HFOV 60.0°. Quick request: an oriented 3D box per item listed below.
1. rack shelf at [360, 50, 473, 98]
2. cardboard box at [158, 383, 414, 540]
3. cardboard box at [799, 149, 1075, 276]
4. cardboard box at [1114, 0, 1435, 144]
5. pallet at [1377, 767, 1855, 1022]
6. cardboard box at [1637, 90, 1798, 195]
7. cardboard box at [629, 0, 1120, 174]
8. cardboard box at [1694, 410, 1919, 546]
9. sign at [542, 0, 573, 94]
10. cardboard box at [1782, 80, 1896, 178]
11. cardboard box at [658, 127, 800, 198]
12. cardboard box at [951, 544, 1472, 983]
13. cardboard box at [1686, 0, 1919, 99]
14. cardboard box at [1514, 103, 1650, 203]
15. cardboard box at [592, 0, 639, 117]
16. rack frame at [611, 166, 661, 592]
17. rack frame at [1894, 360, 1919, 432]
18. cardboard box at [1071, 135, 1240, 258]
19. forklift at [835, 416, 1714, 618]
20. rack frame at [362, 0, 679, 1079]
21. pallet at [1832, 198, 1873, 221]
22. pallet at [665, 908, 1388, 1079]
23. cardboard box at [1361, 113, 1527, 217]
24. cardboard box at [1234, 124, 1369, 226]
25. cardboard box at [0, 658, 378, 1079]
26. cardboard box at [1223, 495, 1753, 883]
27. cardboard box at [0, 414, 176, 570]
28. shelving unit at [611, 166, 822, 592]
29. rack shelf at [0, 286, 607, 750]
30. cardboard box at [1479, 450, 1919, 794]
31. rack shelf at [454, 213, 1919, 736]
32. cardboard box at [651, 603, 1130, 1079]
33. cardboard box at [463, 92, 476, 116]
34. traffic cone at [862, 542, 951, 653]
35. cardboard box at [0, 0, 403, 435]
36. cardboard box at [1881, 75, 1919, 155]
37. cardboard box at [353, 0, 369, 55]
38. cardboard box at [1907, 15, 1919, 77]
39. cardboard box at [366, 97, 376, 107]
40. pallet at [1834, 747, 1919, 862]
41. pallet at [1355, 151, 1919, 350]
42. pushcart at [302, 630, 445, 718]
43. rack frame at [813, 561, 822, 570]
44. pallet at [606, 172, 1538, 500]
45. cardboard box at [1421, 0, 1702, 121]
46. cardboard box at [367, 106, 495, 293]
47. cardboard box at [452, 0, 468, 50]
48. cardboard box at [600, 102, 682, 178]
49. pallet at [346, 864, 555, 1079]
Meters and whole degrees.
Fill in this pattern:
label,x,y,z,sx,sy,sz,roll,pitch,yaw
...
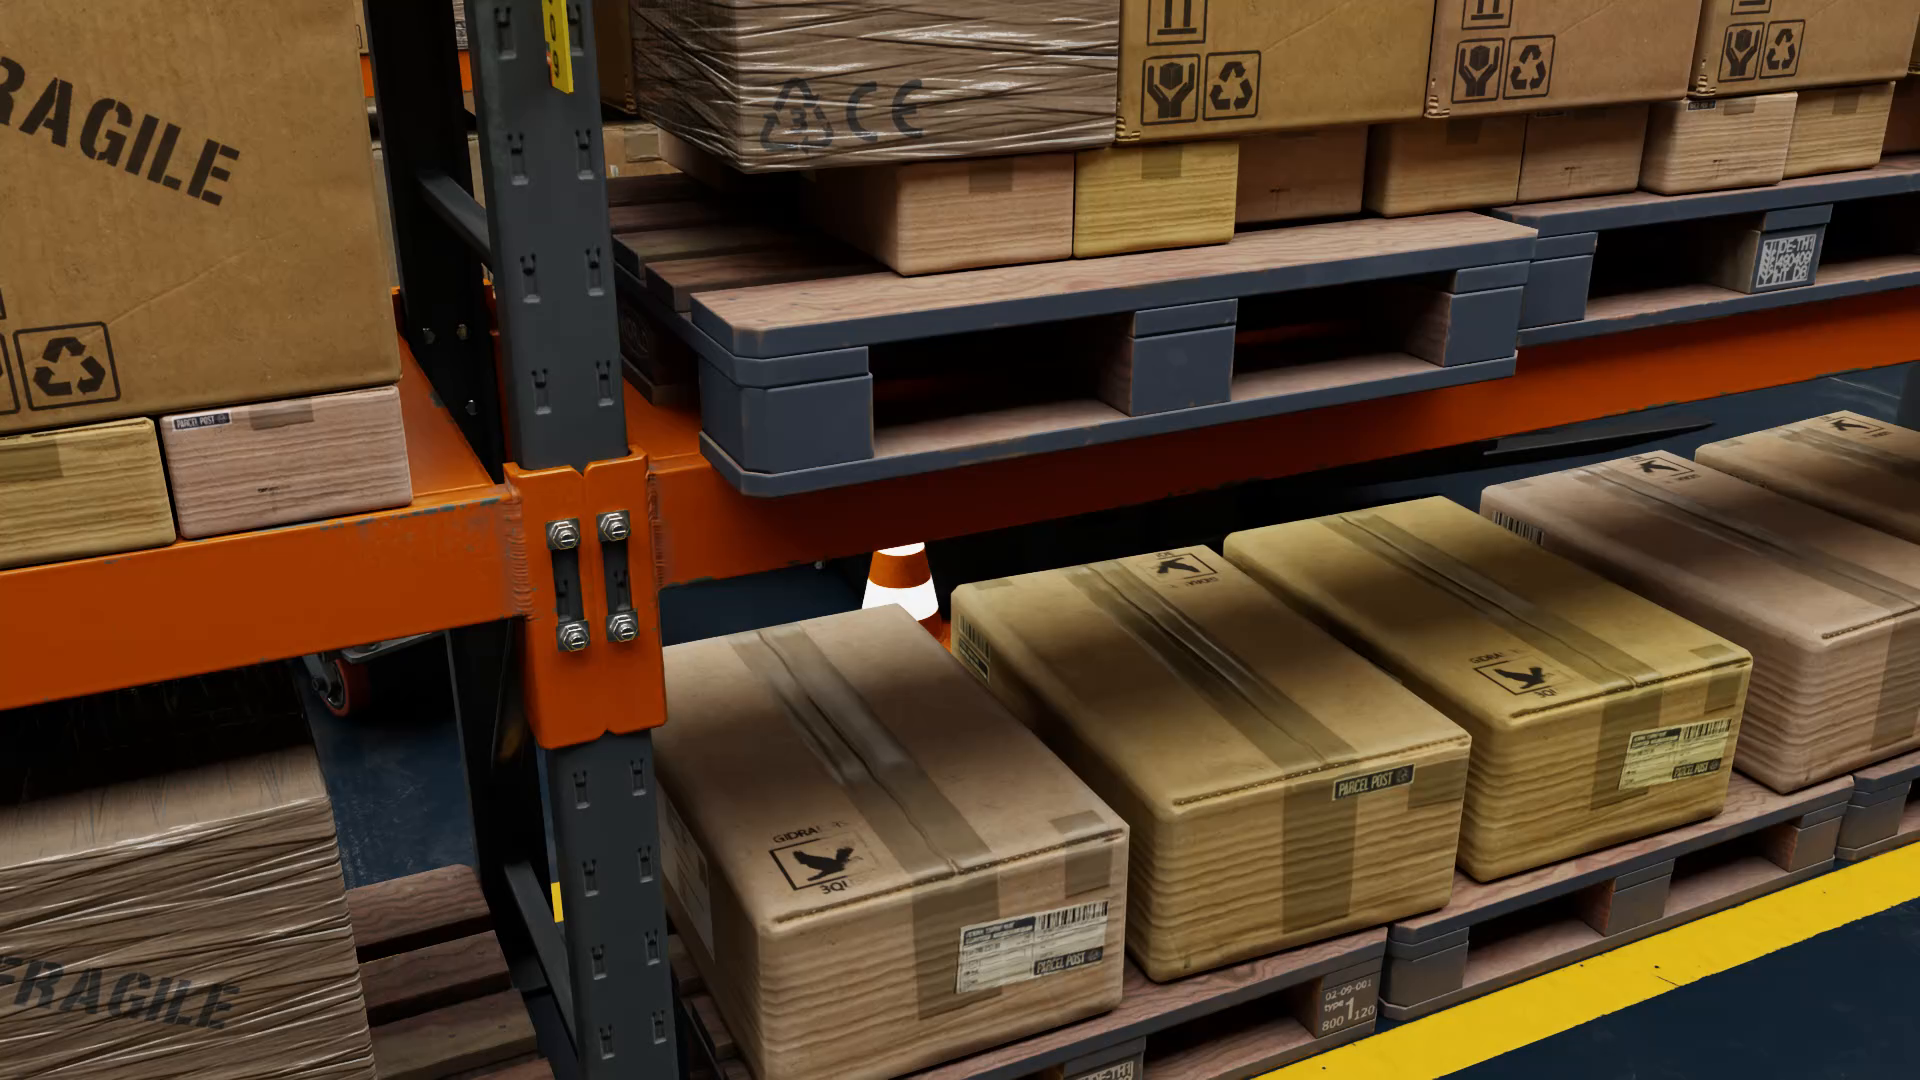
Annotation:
label,x,y,z,sx,sy,sz,roll,pitch,yaw
rack shelf,-1.112,-2.114,7.376,4.000,0.370,1.077,-10,25,-24
cardboard box,-0.833,-0.151,2.022,0.250,0.149,0.380,-11,25,-24
cardboard box,-0.041,-0.487,2.283,0.250,0.149,0.380,-10,25,-23
cardboard box,0.322,-0.866,2.351,0.500,0.500,0.500,-10,25,-23
pallet,1.126,0.529,3.696,1.213,0.211,1.003,-10,25,-24
cardboard box,1.146,-0.693,2.782,0.250,0.149,0.380,-9,24,-22
cardboard box,-0.129,-0.782,2.150,0.500,0.500,0.500,-10,24,-22
cardboard box,2.415,0.021,4.164,0.625,0.372,0.950,-12,25,-27
sign,-0.434,-0.640,1.742,0.005,0.325,0.100,-10,25,-24
cardboard box,1.373,-0.747,2.913,0.250,0.149,0.380,-11,25,-25
cardboard box,-0.332,-0.684,2.760,0.250,0.149,0.380,-10,25,-23
cardboard box,0.442,0.386,3.282,0.625,0.372,0.950,-9,24,-20
cardboard box,1.232,-1.032,2.752,0.500,0.500,0.500,-12,25,-26
cardboard box,0.884,-0.667,2.719,0.250,0.149,0.380,-10,25,-23
cardboard box,-0.359,-0.959,2.577,0.500,0.500,0.500,-11,25,-25
rack frame,-0.925,-0.445,4.757,0.015,1.200,0.240,-8,24,-18
rack frame,2.928,-1.089,3.960,0.127,3.000,1.000,-10,25,-24
cardboard box,0.188,-0.525,2.376,0.250,0.149,0.380,-10,24,-23
forklift,1.017,-1.467,4.963,3.031,2.935,1.130,-8,24,-18
rack frame,-0.676,-0.426,2.357,0.127,3.000,1.000,-10,25,-24
pallet,2.333,-0.846,3.622,1.003,0.211,1.213,-10,25,-24
pallet,0.025,0.733,3.203,1.213,0.211,1.003,-10,25,-24
cardboard box,0.660,-0.627,2.621,0.250,0.149,0.380,-10,25,-23
cardboard box,0.410,-0.598,2.553,0.250,0.149,0.380,-9,24,-20
cardboard box,-1.092,0.495,2.198,0.500,0.500,0.500,-11,25,-24
cardboard box,1.068,0.270,3.562,0.625,0.372,0.950,-10,24,-22
cardboard box,-1.055,-0.108,1.917,0.250,0.149,0.380,-10,24,-22
shelving unit,-0.695,-0.477,4.833,0.503,1.200,0.258,-8,24,-18
rack shelf,-2.478,0.238,1.693,4.000,0.370,1.077,-10,25,-24
cardboard box,1.754,0.146,3.861,0.625,0.372,0.950,-11,25,-25
rack shelf,1.126,-0.425,3.296,4.000,0.370,1.077,-10,25,-24
cardboard box,-0.204,0.506,2.991,0.625,0.372,0.950,-10,25,-23
cardboard box,-3.469,-3.149,11.629,0.500,0.500,0.700,-13,26,-28
traffic cone,-0.166,0.058,4.504,0.334,0.463,0.336,-10,25,-24
cardboard box,-0.968,-0.450,1.896,0.500,0.500,0.500,-11,25,-25
cardboard box,1.564,-0.817,3.082,0.250,0.149,0.380,-10,25,-23
cardboard box,-2.323,-2.156,6.405,0.500,0.500,0.500,-10,25,-23
cardboard box,1.724,-1.122,2.970,0.500,0.500,0.500,-12,25,-27
cardboard box,-3.973,-3.056,11.405,0.500,0.500,0.700,-11,25,-24
pallet,2.224,0.328,4.181,1.213,0.211,1.003,-10,25,-24
pallet,1.163,-0.658,3.169,1.213,0.211,1.003,-10,25,-24
pushcart,-1.710,0.008,4.736,1.648,0.377,0.936,20,30,40
rack frame,-0.466,-0.508,4.910,0.015,1.200,0.240,-8,24,-18
pallet,0.076,-0.414,2.579,1.213,0.211,1.003,-10,25,-24
cardboard box,0.774,-0.943,2.537,0.500,0.500,0.500,-11,25,-24
cardboard box,-2.393,-1.403,7.111,0.750,0.750,1.050,-11,25,-24
cardboard box,-1.868,-2.240,6.608,0.500,0.500,0.500,-10,25,-23
cardboard box,-1.522,-1.562,7.494,0.750,0.750,1.050,-10,25,-24
pallet,-1.266,0.986,2.592,1.213,0.211,1.003,-10,25,-24
